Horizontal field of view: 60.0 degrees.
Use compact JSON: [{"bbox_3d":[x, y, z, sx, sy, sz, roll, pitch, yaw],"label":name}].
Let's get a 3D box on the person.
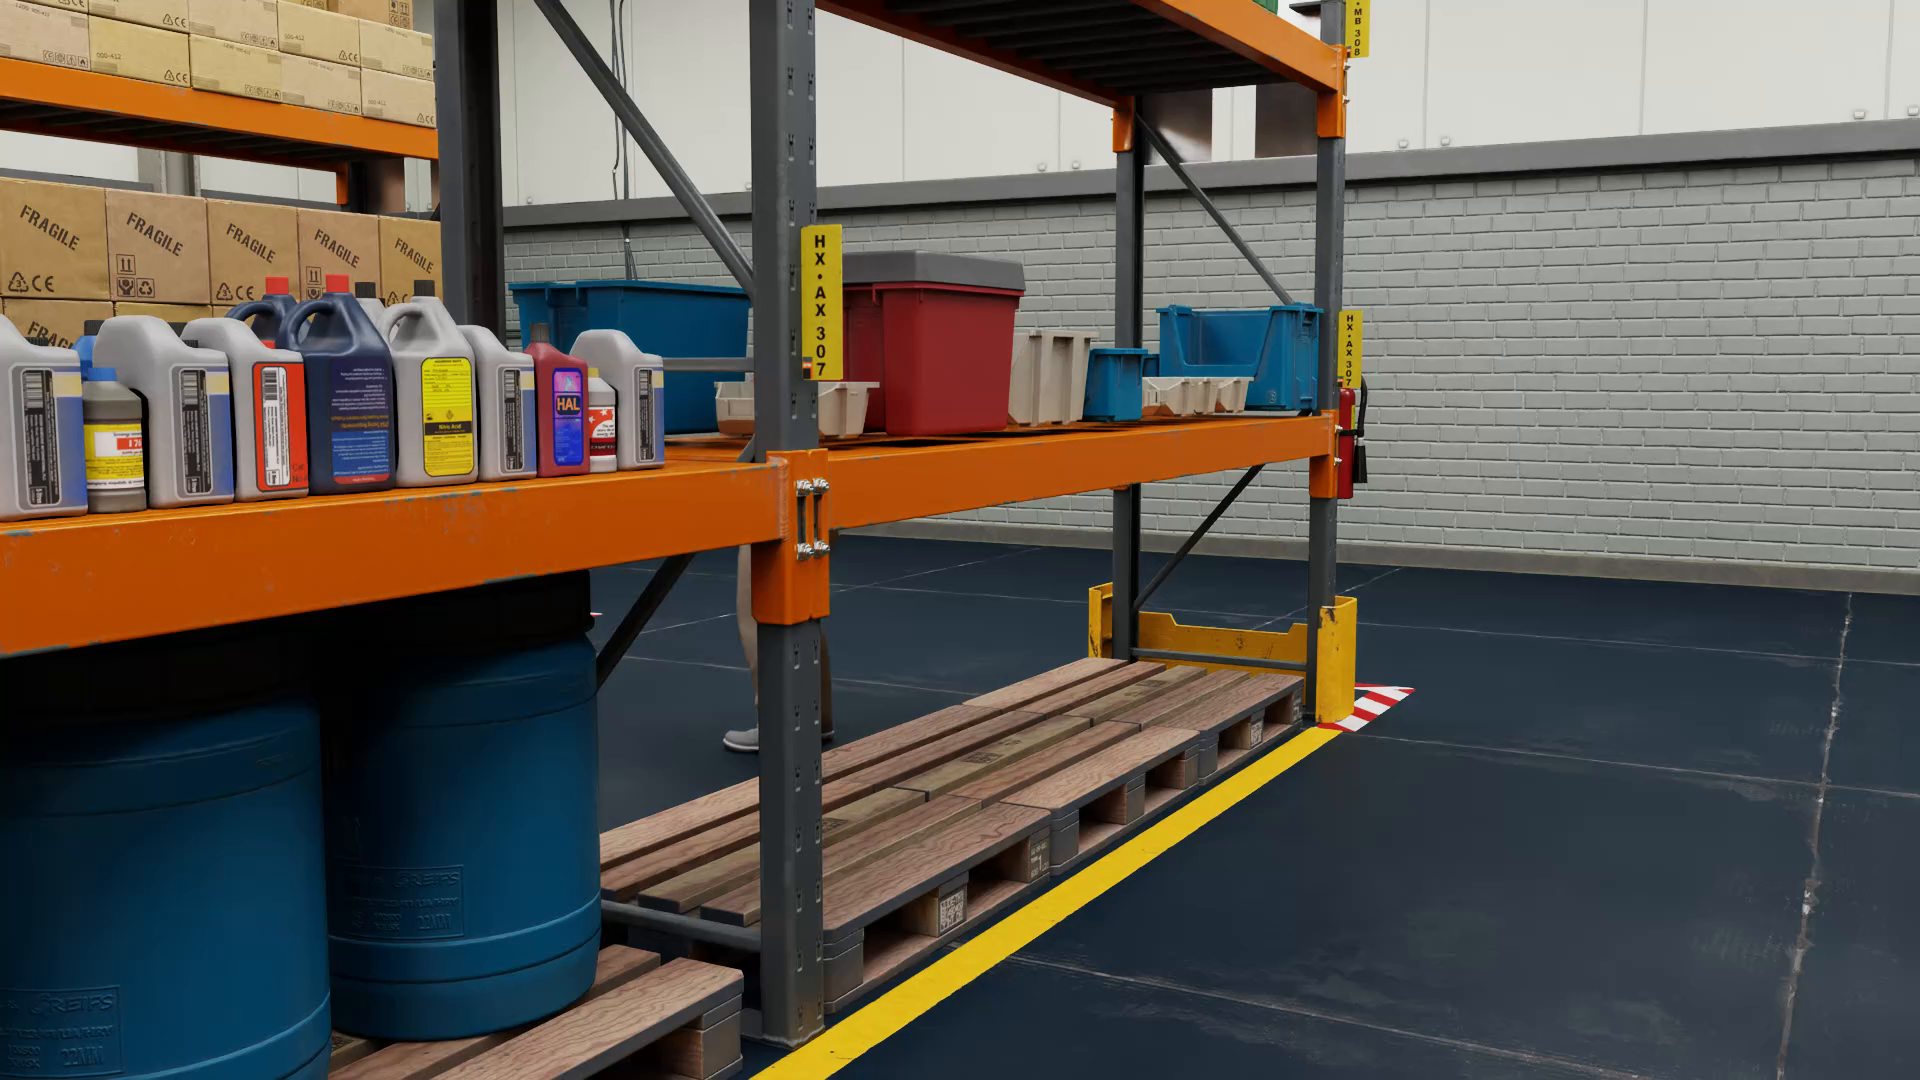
[{"bbox_3d":[-0.775,-0.038,6.604,0.535,1.719,0.504,3,7,28],"label":"person"}]
